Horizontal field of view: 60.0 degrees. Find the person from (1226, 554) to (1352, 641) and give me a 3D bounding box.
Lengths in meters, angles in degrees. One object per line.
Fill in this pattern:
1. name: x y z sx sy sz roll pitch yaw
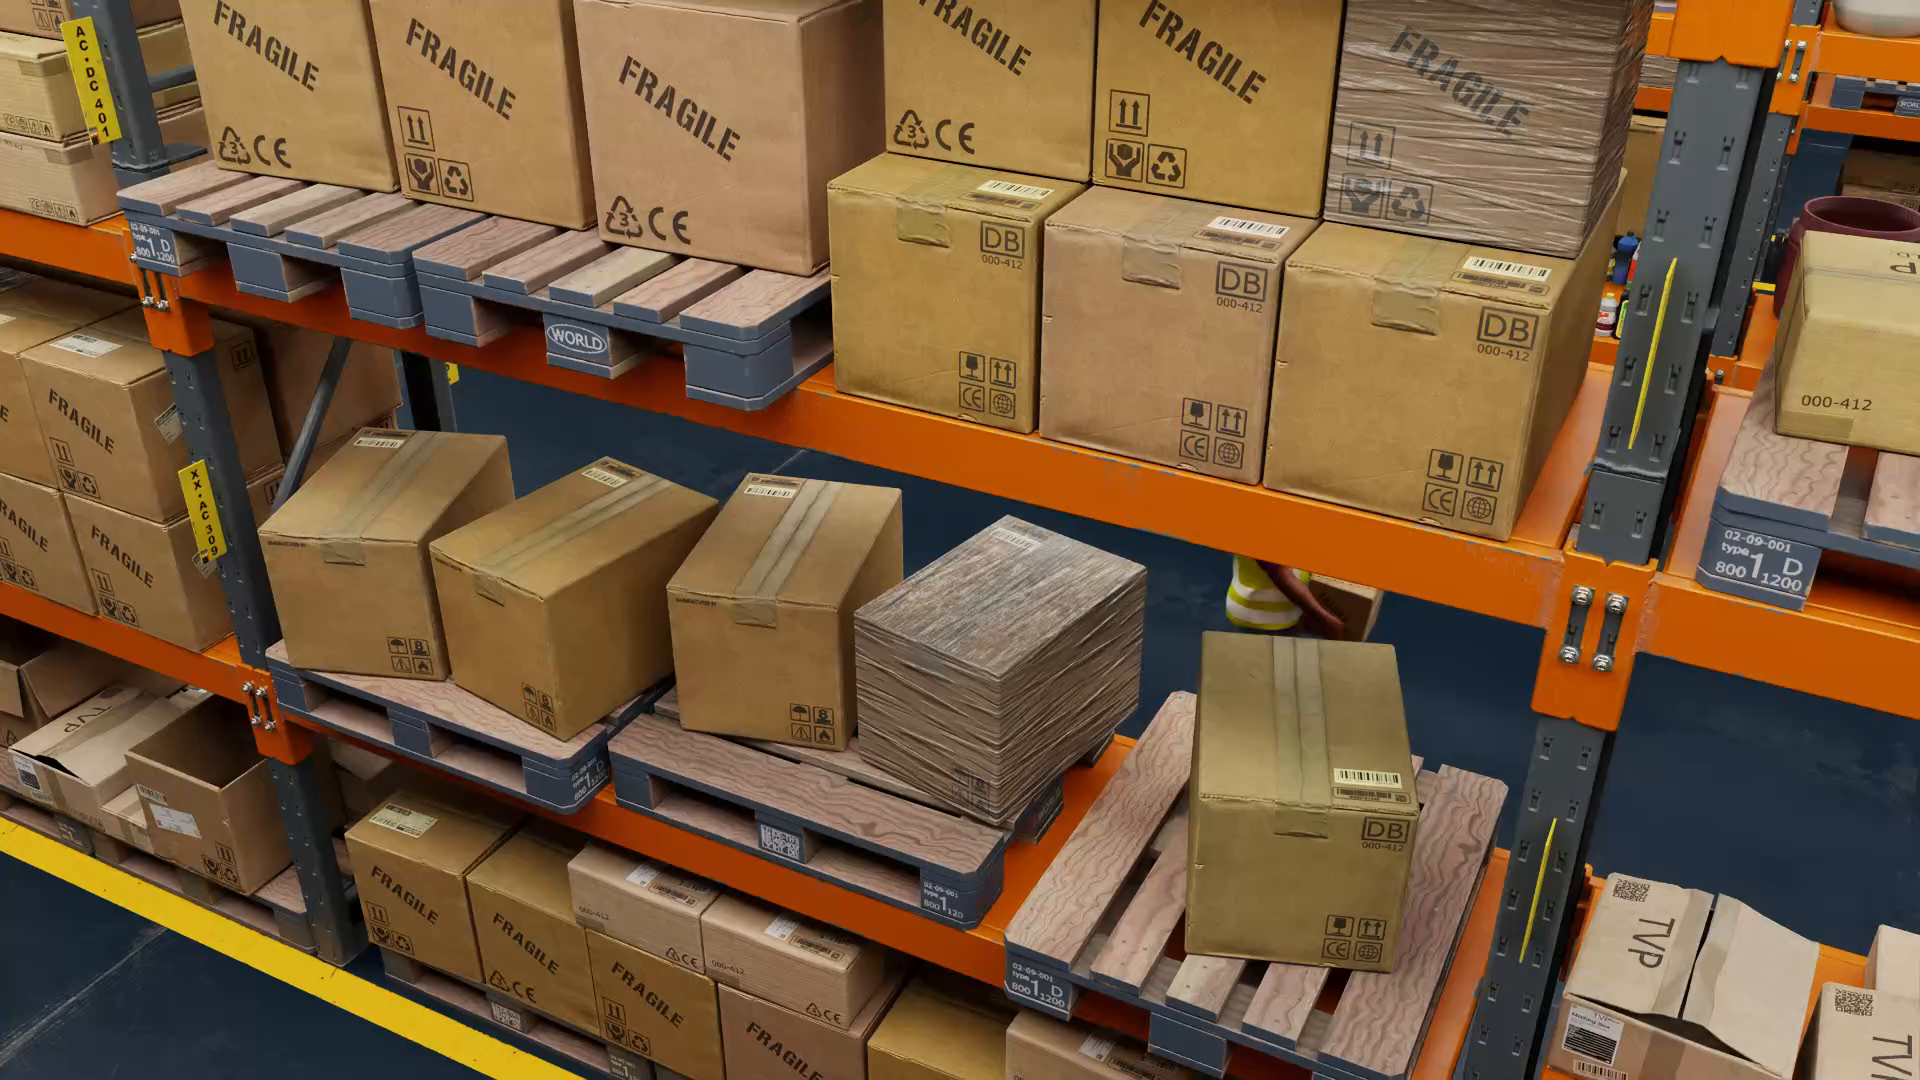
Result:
1. person: 1.326 0.305 6.611 0.573 1.730 0.513 12 32 20
